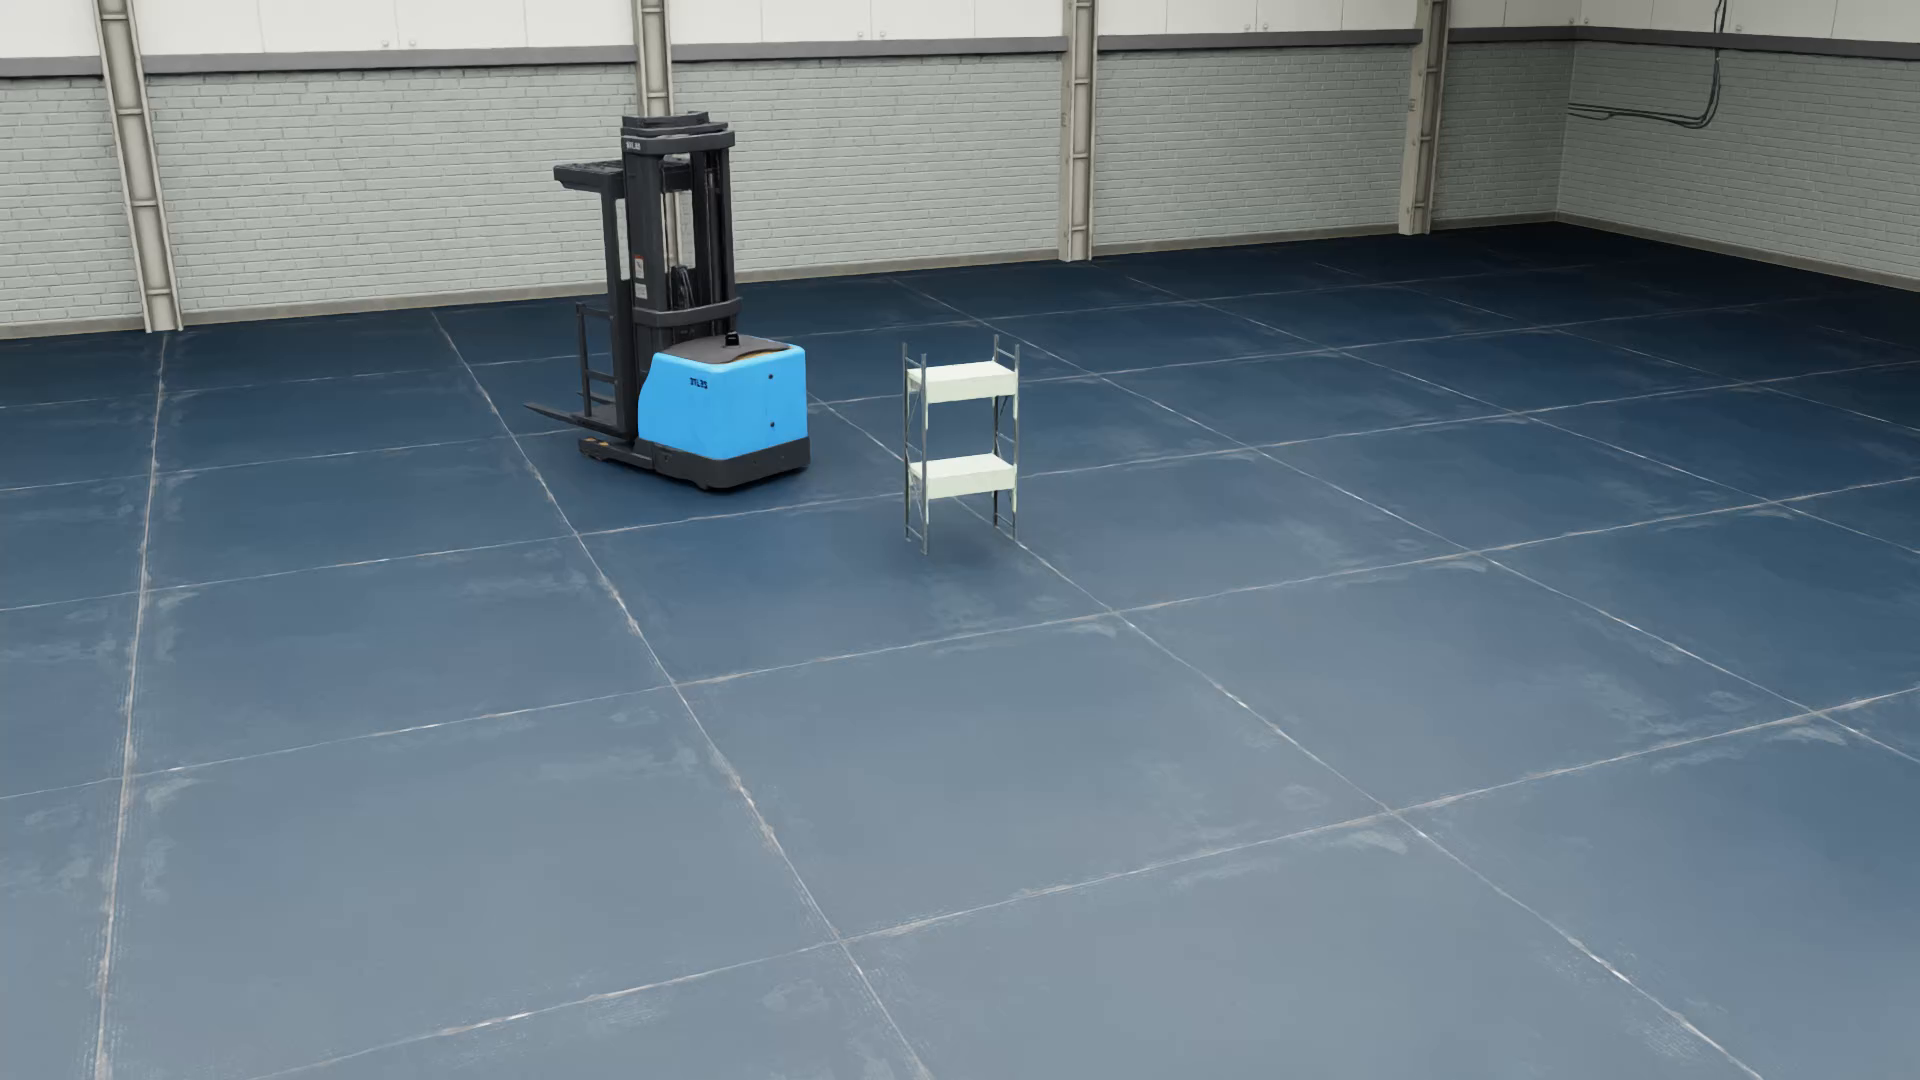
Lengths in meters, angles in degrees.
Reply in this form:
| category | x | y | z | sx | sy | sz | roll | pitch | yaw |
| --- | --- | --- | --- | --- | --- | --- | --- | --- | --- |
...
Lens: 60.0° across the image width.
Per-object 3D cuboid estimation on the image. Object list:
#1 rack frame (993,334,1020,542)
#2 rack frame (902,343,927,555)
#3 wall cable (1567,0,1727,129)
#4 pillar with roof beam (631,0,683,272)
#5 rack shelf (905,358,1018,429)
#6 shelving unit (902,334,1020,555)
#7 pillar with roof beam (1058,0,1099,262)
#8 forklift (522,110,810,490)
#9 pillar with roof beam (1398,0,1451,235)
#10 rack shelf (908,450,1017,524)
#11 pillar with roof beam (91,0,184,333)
| category | x | y | z | sx | sy | sz | roll | pitch | yaw |
| --- | --- | --- | --- | --- | --- | --- | --- | --- | --- |
| rack frame | 0.342 | -0.756 | 12.412 | 0.023 | 1.500 | 0.400 | -8 | 21 | -22 |
| rack frame | -0.330 | -0.660 | 12.139 | 0.023 | 1.500 | 0.400 | -8 | 21 | -22 |
| wall cable | 10.399 | -7.616 | 25.277 | 0.112 | 2.526 | 3.097 | -8 | 21 | -22 |
| pillar with roof beam | -2.143 | -6.204 | 16.594 | 0.400 | 9.000 | 9.100 | -8 | 21 | -22 |
| rack shelf | 0.006 | -1.076 | 12.146 | 0.720 | 0.370 | 0.431 | -8 | 21 | -22 |
| shelving unit | 0.006 | -0.708 | 12.275 | 0.755 | 1.500 | 0.431 | -8 | 21 | -22 |
| pillar with roof beam | 3.367 | -6.994 | 18.835 | 0.400 | 9.000 | 9.100 | -8 | 21 | -22 |
| forklift | -2.713 | -2.184 | 14.311 | 3.031 | 2.935 | 1.130 | 16 | 25 | 39 |
| pillar with roof beam | 8.876 | -7.783 | 21.077 | 0.400 | 9.000 | 9.100 | -8 | 21 | -22 |
| rack shelf | 0.006 | -0.401 | 12.384 | 0.720 | 0.370 | 0.431 | -8 | 21 | -22 |
| pillar with roof beam | -7.652 | -5.415 | 14.352 | 0.400 | 9.000 | 9.100 | -8 | 21 | -22 |
